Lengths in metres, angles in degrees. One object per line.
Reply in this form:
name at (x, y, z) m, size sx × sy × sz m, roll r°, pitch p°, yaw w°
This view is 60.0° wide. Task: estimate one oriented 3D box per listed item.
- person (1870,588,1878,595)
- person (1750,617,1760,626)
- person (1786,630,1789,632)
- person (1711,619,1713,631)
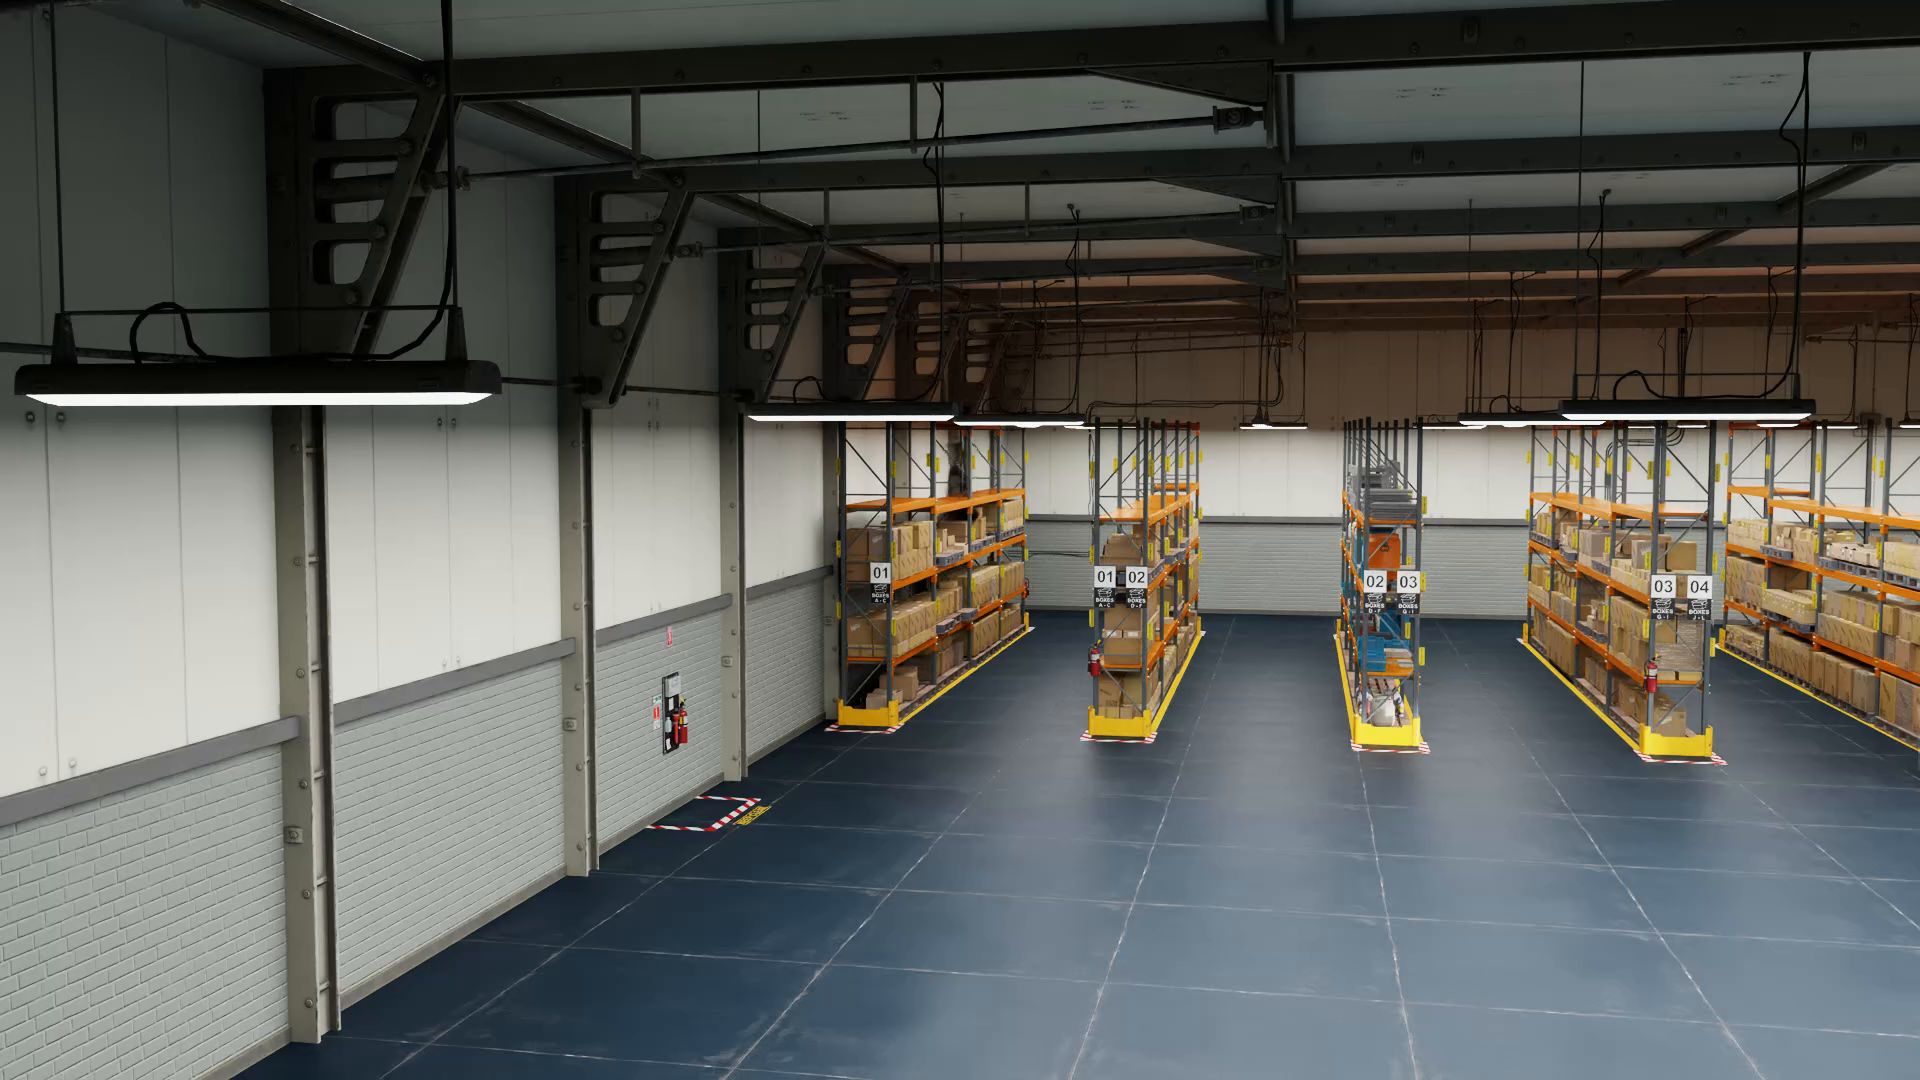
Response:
person at (25.106, 1.942, 45.547) m, size 0.788 × 1.650 × 0.631 m, roll 0°, pitch 4°, yaw -3°
person at (21.657, 1.974, 44.993) m, size 0.660 × 1.646 × 0.553 m, roll 0°, pitch 4°, yaw 2°
person at (22.164, 1.999, 44.177) m, size 0.746 × 1.718 × 0.586 m, roll -1°, pitch 4°, yaw -10°
person at (17.395, 2.351, 39.298) m, size 0.698 × 1.694 × 0.850 m, roll 1°, pitch 4°, yaw 9°
